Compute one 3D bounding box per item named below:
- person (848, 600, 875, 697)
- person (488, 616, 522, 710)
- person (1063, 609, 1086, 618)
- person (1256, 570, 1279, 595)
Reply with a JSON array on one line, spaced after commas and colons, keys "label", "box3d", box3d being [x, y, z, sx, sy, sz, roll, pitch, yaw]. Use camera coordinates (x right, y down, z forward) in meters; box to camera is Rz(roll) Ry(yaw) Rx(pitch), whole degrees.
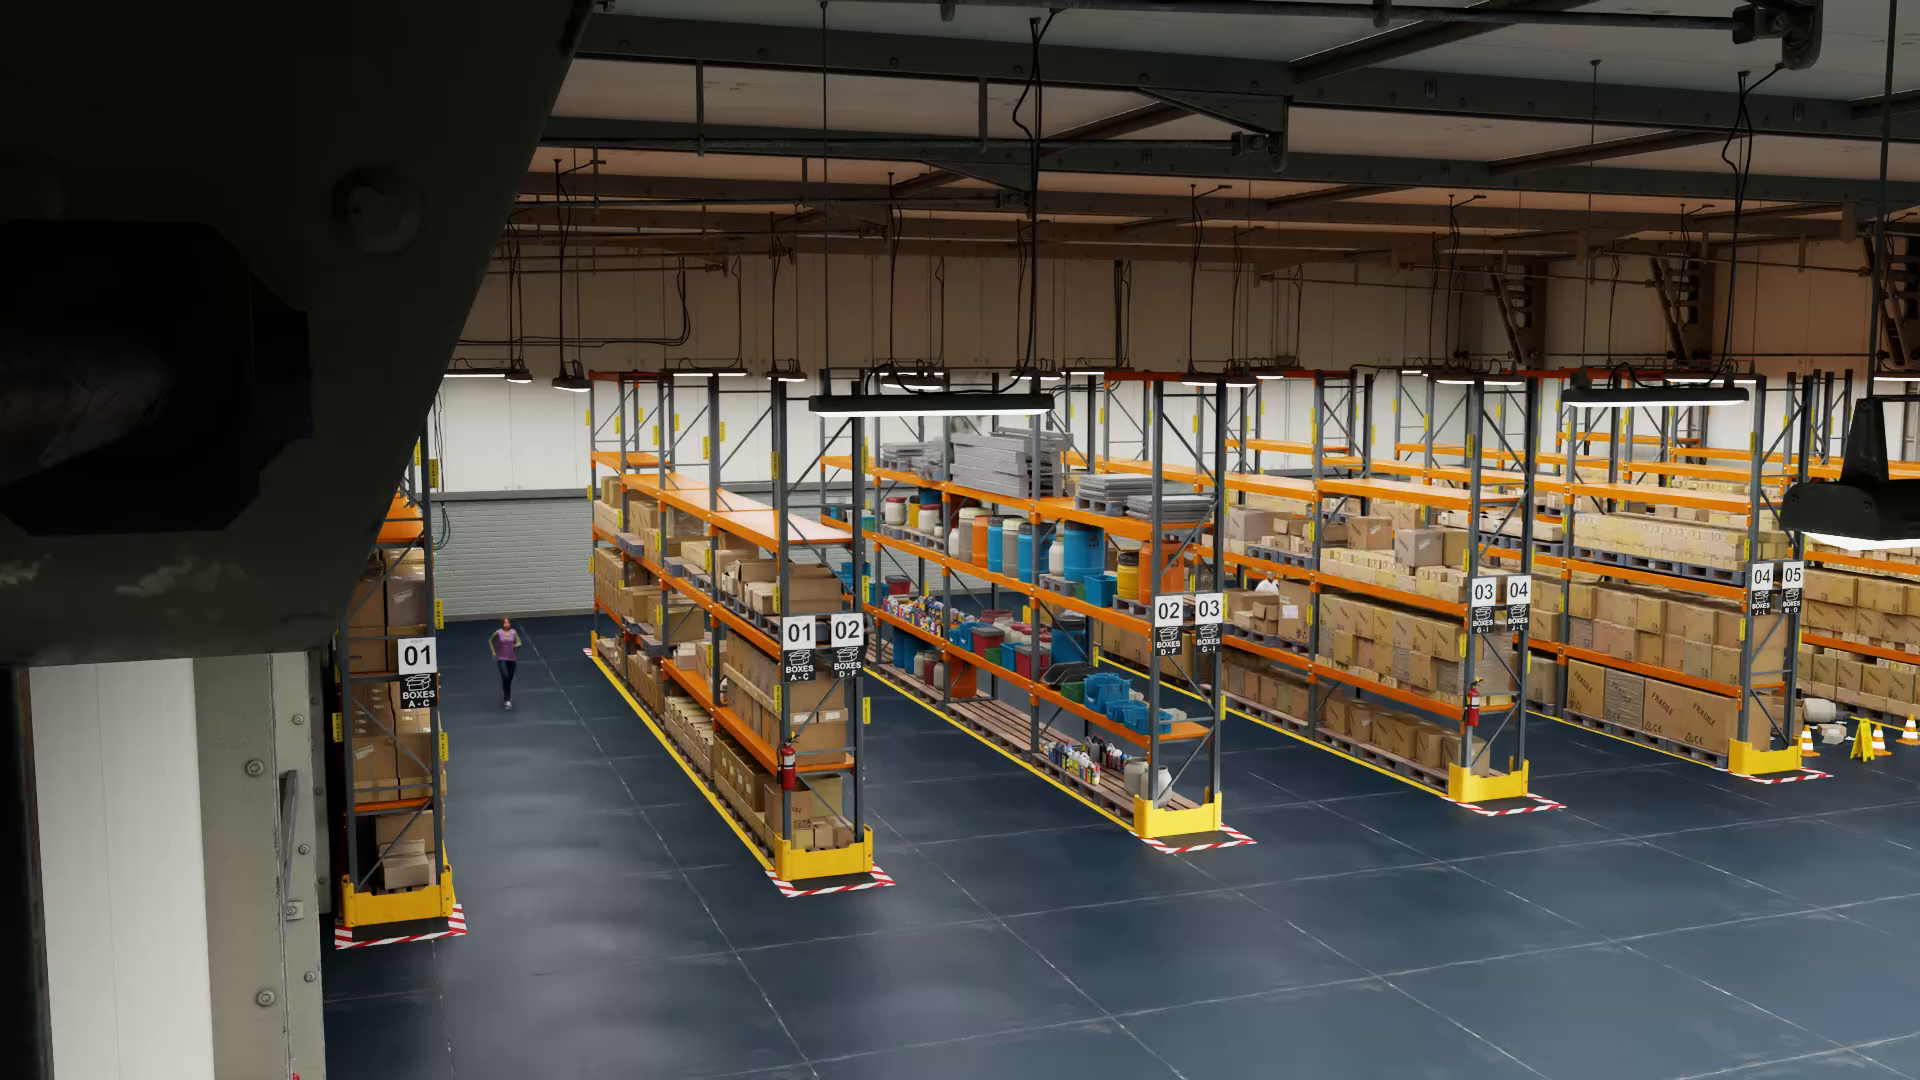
[{"label": "person", "box3d": [-1.814, 1.918, 29.197, 0.635, 1.786, 0.781, -3, 7, -23]}, {"label": "person", "box3d": [-8.173, 2.181, 29.958, 0.519, 1.626, 0.790, -4, 8, -32]}, {"label": "person", "box3d": [2.173, 1.835, 30.583, 0.590, 1.653, 0.592, -3, 7, -27]}, {"label": "person", "box3d": [6.643, 1.500, 35.629, 0.673, 1.848, 0.751, -2, 7, -17]}]
